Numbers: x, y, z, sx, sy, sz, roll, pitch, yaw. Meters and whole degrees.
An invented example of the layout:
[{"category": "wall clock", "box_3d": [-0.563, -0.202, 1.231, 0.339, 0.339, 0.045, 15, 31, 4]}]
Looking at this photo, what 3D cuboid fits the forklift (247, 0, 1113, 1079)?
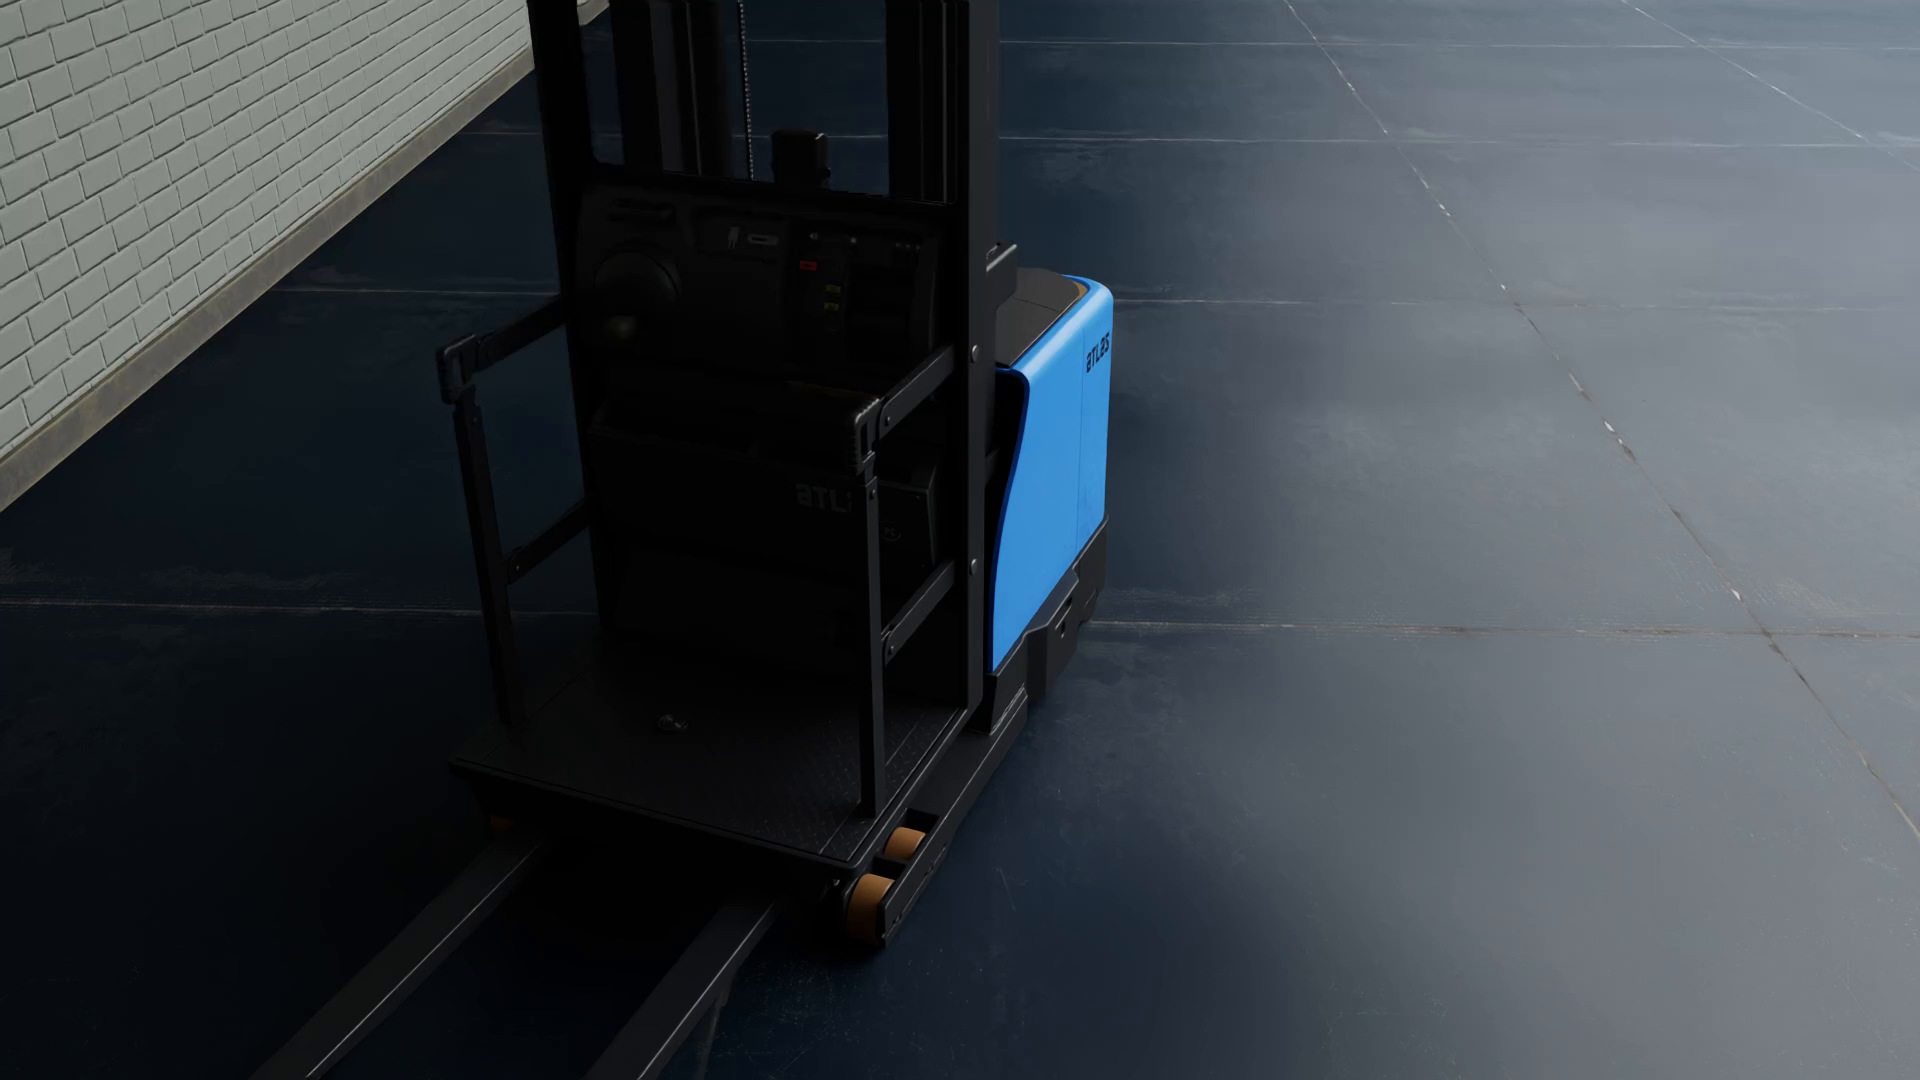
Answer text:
[{"category": "forklift", "box_3d": [-0.557, -0.560, 3.678, 1.130, 2.935, 3.031, 11, 30, 19]}]
